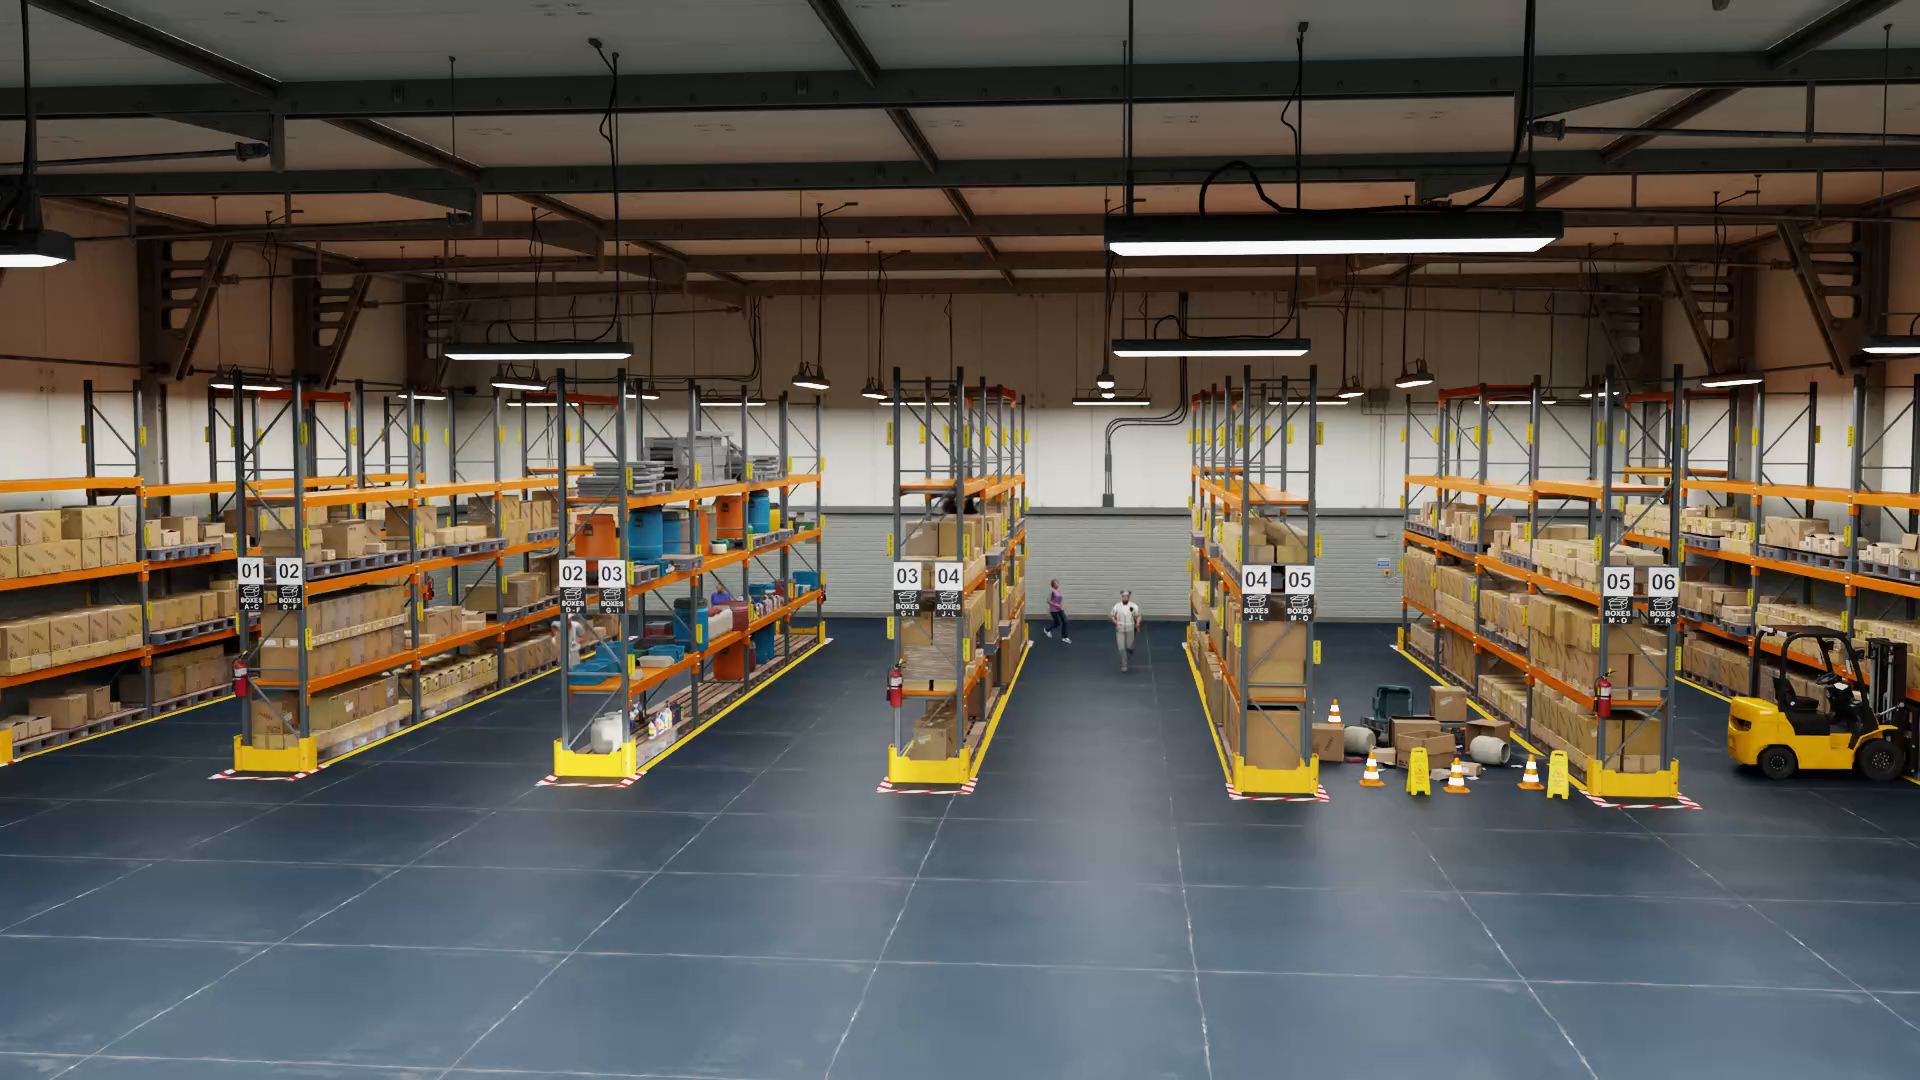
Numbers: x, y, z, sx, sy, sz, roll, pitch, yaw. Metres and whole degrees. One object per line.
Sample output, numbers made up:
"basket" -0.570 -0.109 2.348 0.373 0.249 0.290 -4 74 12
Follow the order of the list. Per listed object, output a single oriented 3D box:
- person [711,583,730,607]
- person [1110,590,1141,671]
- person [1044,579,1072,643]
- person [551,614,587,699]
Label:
"person" -5.502 1.829 38.294 0.507 1.699 0.862 0 4 -2
"person" 3.555 1.926 35.704 0.665 1.746 0.603 0 4 8
"person" 2.301 1.717 40.492 0.784 1.570 0.580 3 5 44
"person" -7.535 2.188 32.101 0.706 1.732 1.054 0 4 -3
